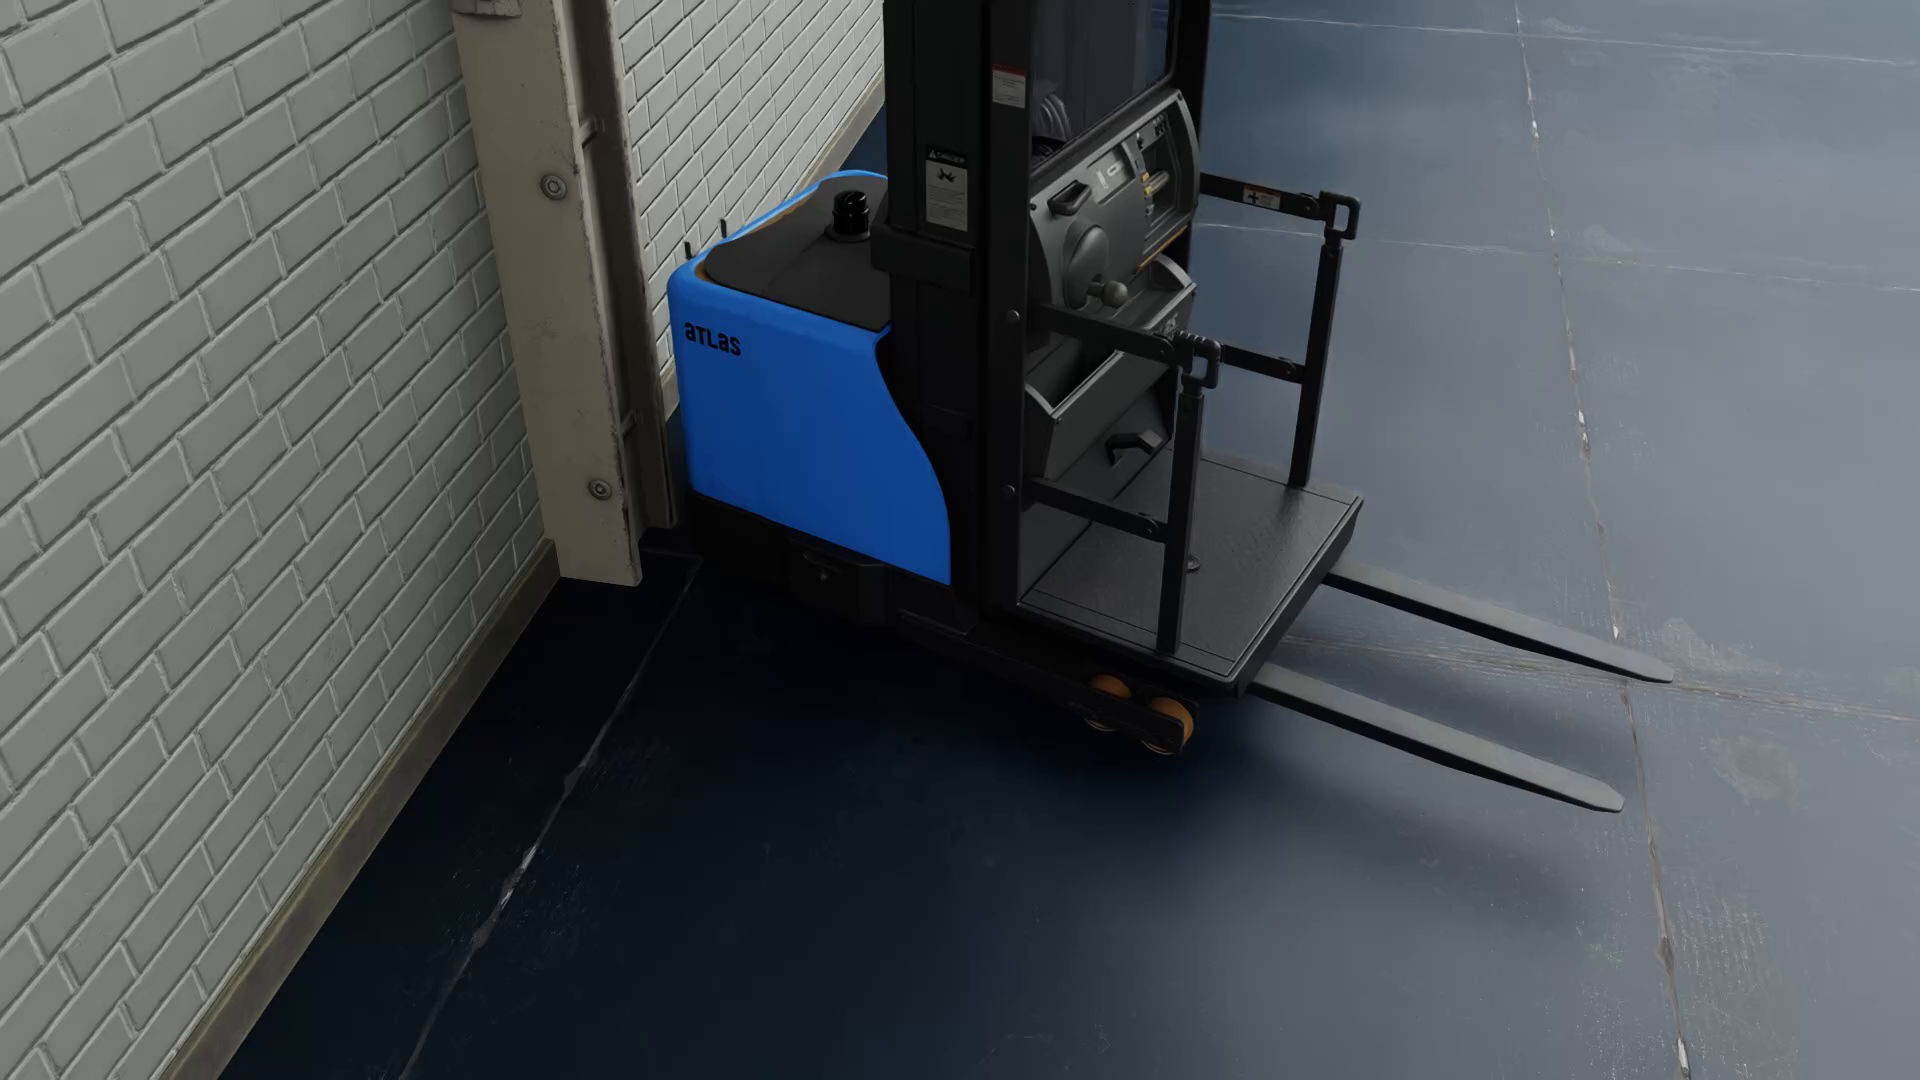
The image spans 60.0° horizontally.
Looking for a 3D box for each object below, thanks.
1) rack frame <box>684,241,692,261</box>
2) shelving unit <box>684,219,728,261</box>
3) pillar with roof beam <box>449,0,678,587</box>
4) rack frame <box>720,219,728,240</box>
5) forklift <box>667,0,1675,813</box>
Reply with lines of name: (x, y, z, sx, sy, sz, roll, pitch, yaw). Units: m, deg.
rack frame: (-0.812, -0.605, 5.811, 0.240, 0.900, 0.006, 17, 39, 25)
shelving unit: (-0.762, -0.657, 5.883, 0.258, 0.900, 0.210, 17, 39, 25)
pillar with roof beam: (3.022, -3.082, 2.334, 9.100, 9.000, 0.400, 7, 37, 10)
rack frame: (-0.712, -0.709, 5.955, 0.240, 0.900, 0.006, 17, 39, 25)
forklift: (0.617, -0.916, 4.516, 3.031, 2.935, 1.130, 20, 40, 25)
